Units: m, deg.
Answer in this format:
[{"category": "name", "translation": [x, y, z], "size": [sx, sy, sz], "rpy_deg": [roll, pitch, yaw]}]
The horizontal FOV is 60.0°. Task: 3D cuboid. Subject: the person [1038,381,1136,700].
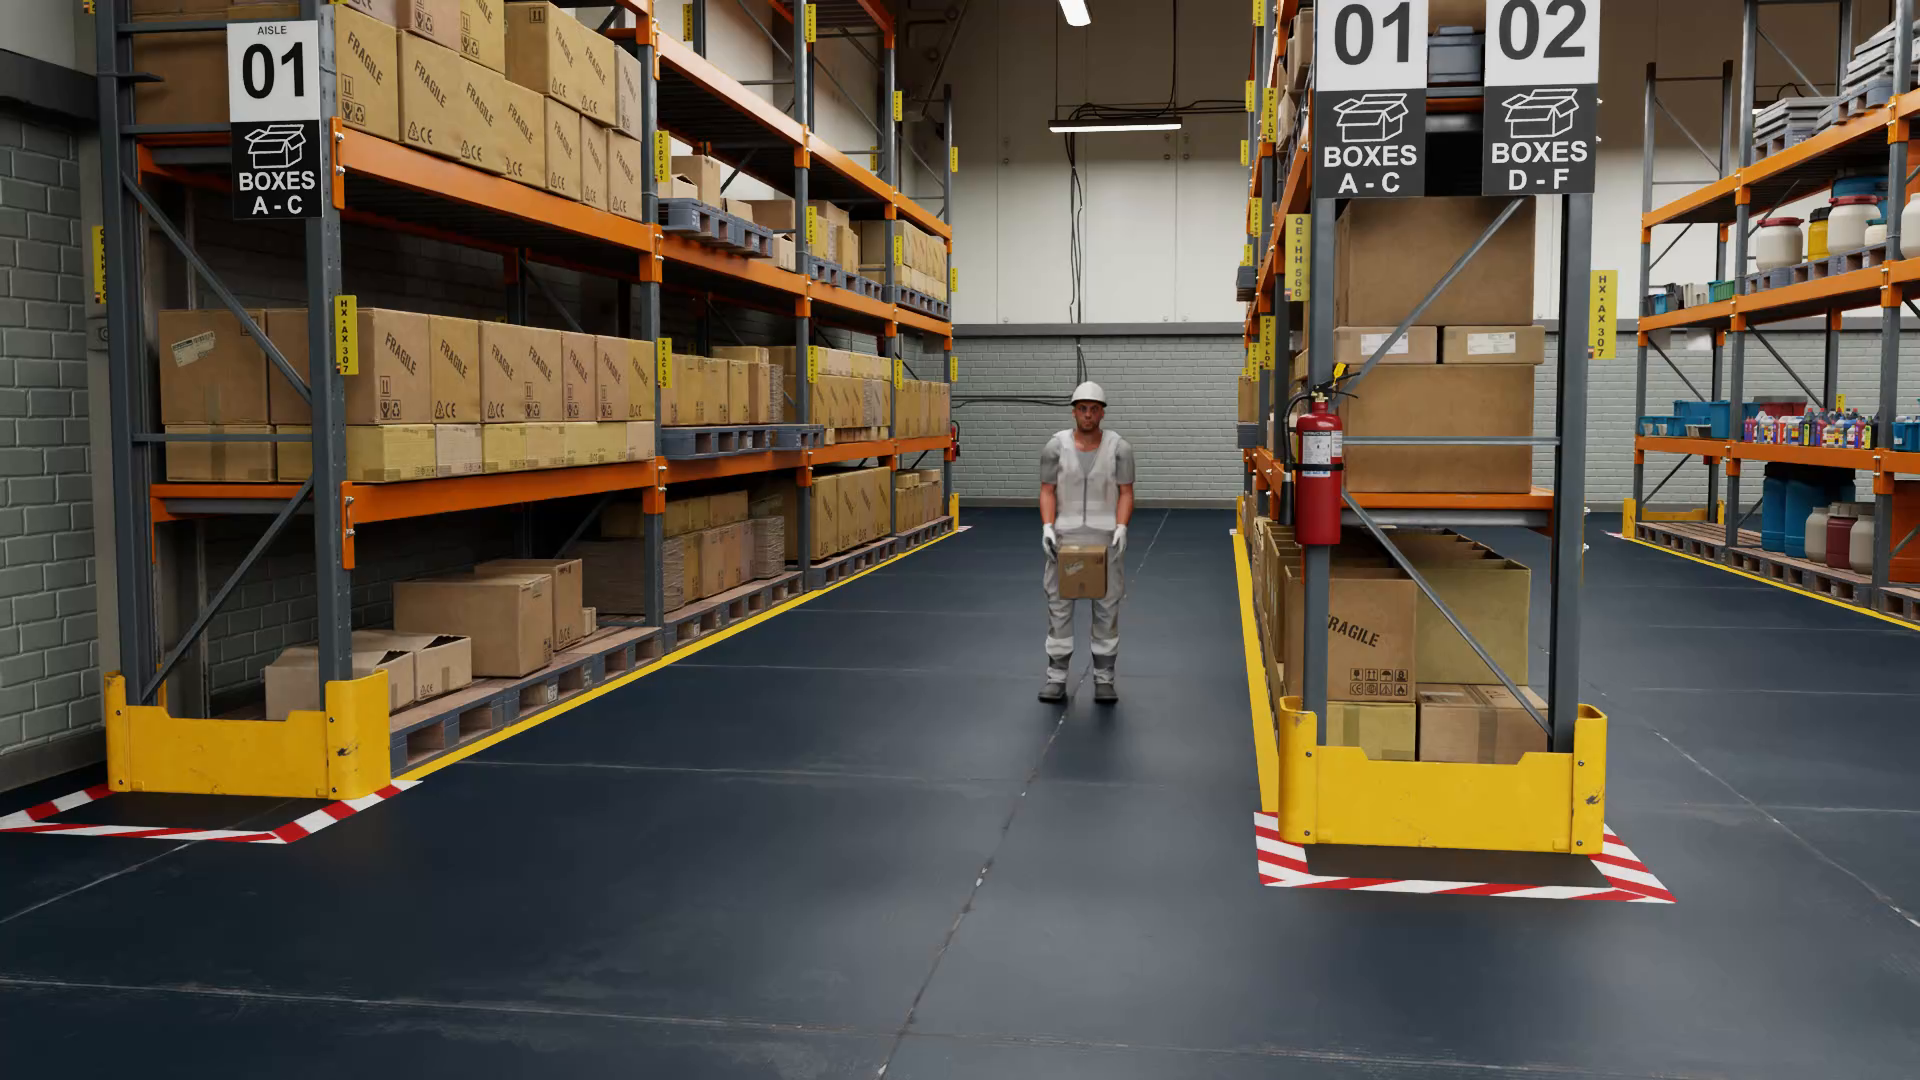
[{"category": "person", "translation": [0.712, 0.005, 9.344], "size": [0.539, 1.790, 0.437], "rpy_deg": [1, 4, 7]}]
